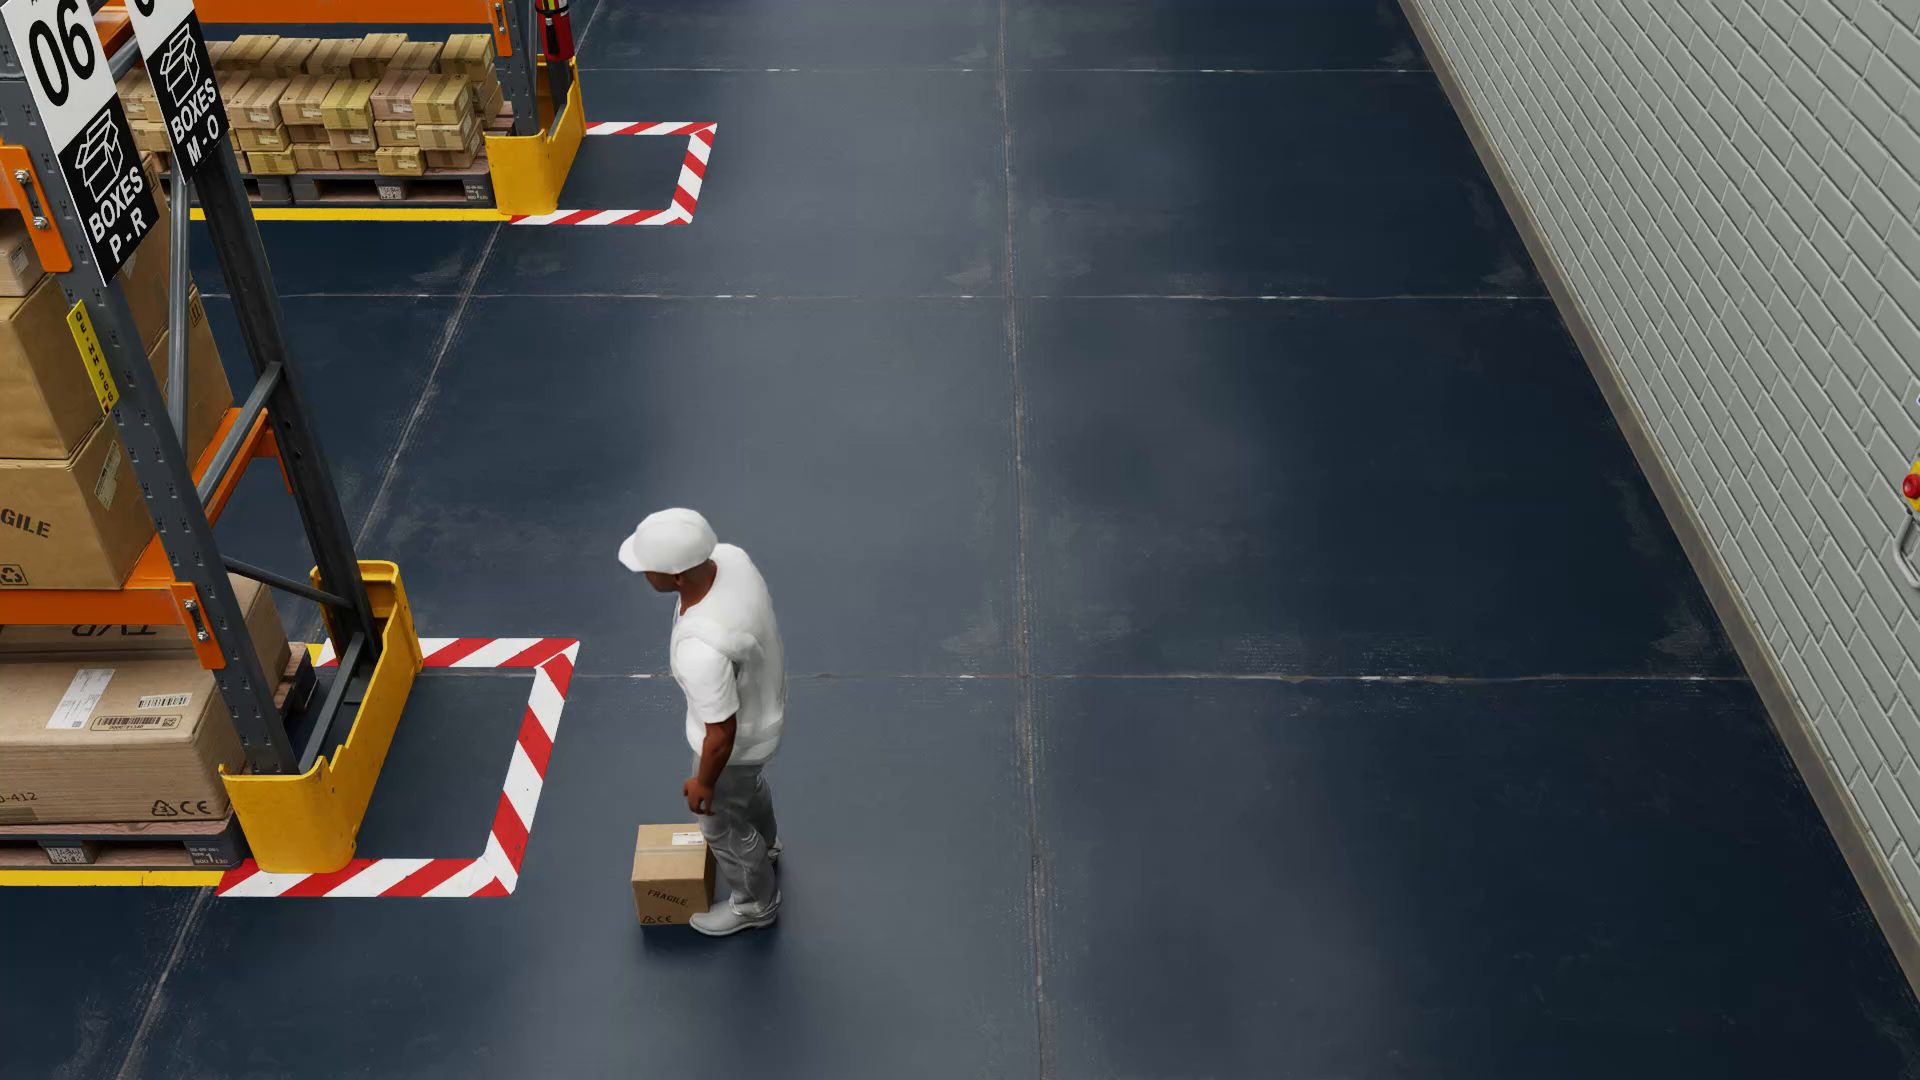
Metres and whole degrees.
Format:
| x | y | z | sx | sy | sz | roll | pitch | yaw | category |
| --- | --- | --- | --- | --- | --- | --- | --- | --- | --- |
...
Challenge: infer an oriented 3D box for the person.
| x | y | z | sx | sy | sz | roll | pitch | yaw | category |
| --- | --- | --- | --- | --- | --- | --- | --- | --- | --- |
| -0.783 | 0.590 | 5.421 | 0.456 | 1.761 | 0.627 | 0 | 39 | 0 | person |
